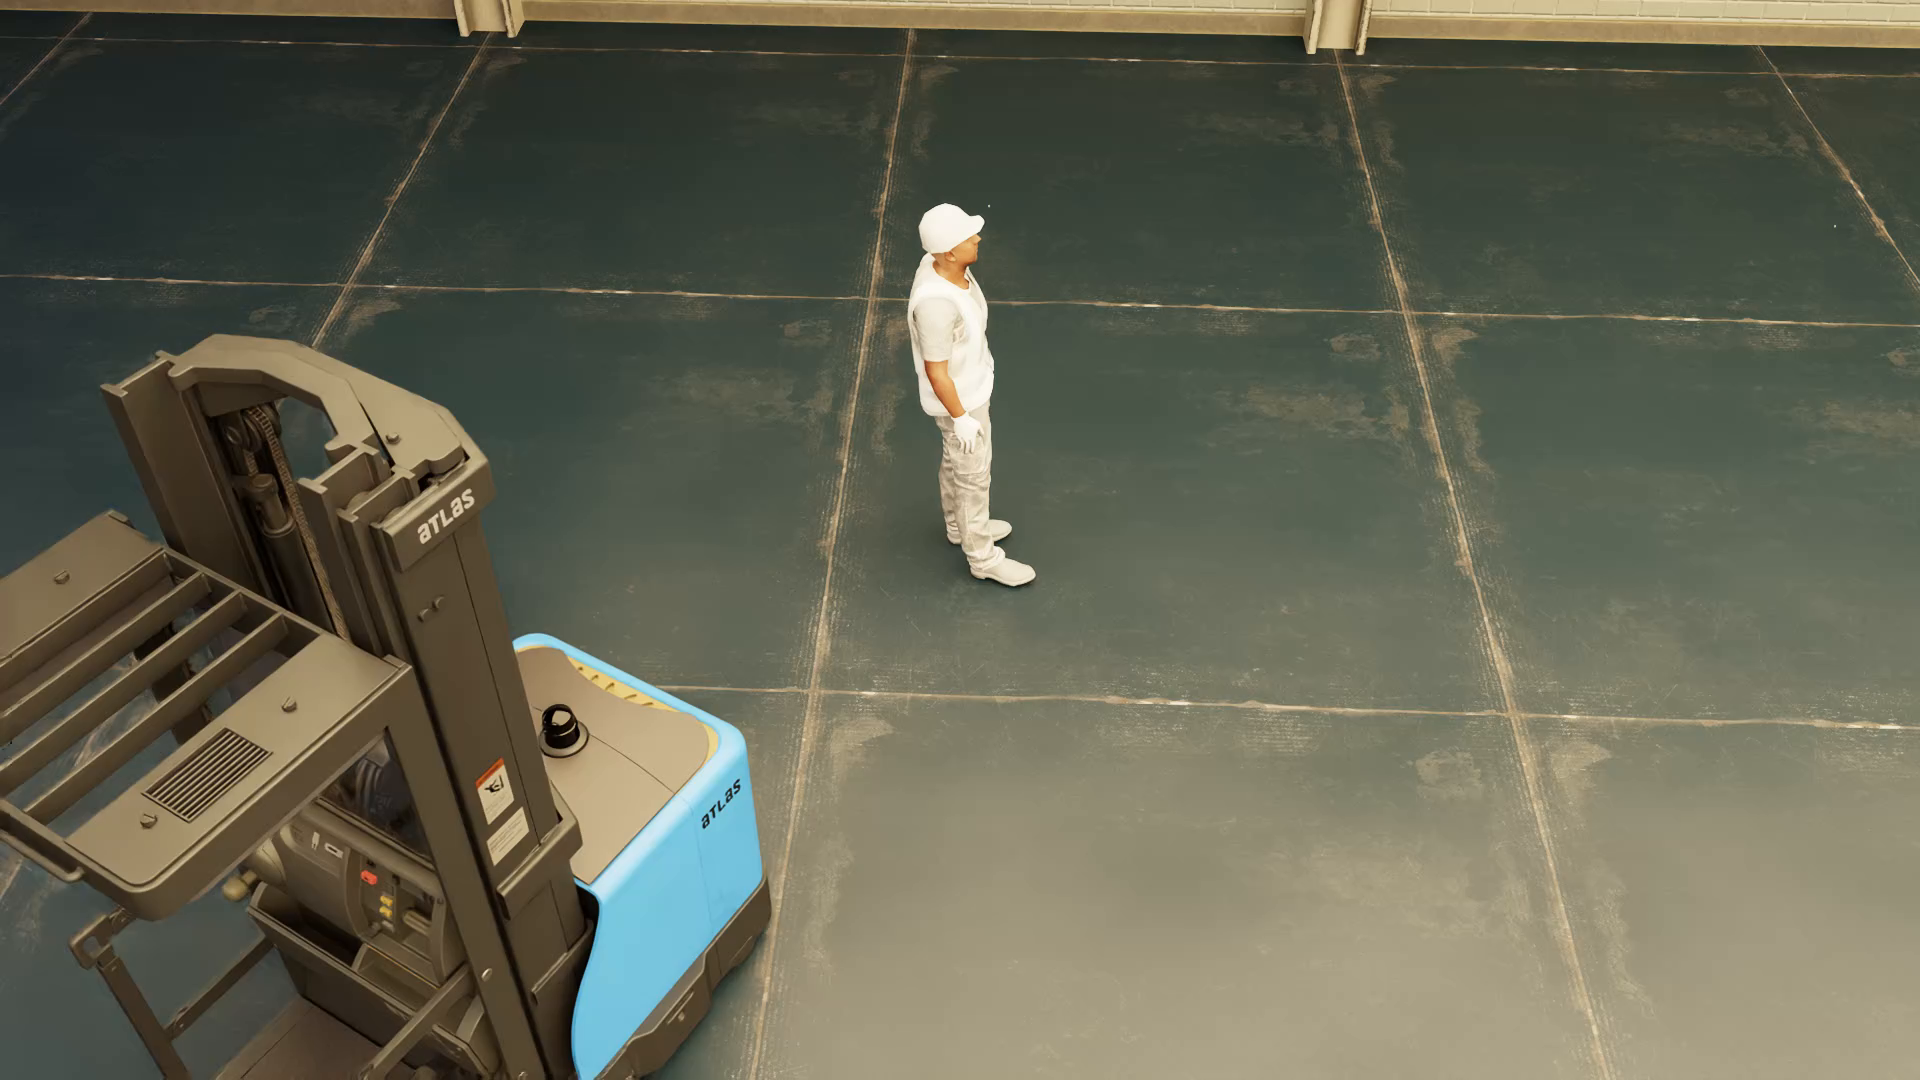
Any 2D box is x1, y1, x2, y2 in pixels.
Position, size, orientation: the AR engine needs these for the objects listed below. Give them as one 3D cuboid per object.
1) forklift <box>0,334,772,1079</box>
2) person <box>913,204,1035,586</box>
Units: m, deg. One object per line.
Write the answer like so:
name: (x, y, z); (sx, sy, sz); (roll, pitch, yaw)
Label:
forklift: (-13.930, 0.106, 5.626); (23.089, 2.935, 13.213); (22, 47, 23)
person: (0.081, -0.656, 7.302); (0.557, 1.784, 0.656); (2, 42, 2)
